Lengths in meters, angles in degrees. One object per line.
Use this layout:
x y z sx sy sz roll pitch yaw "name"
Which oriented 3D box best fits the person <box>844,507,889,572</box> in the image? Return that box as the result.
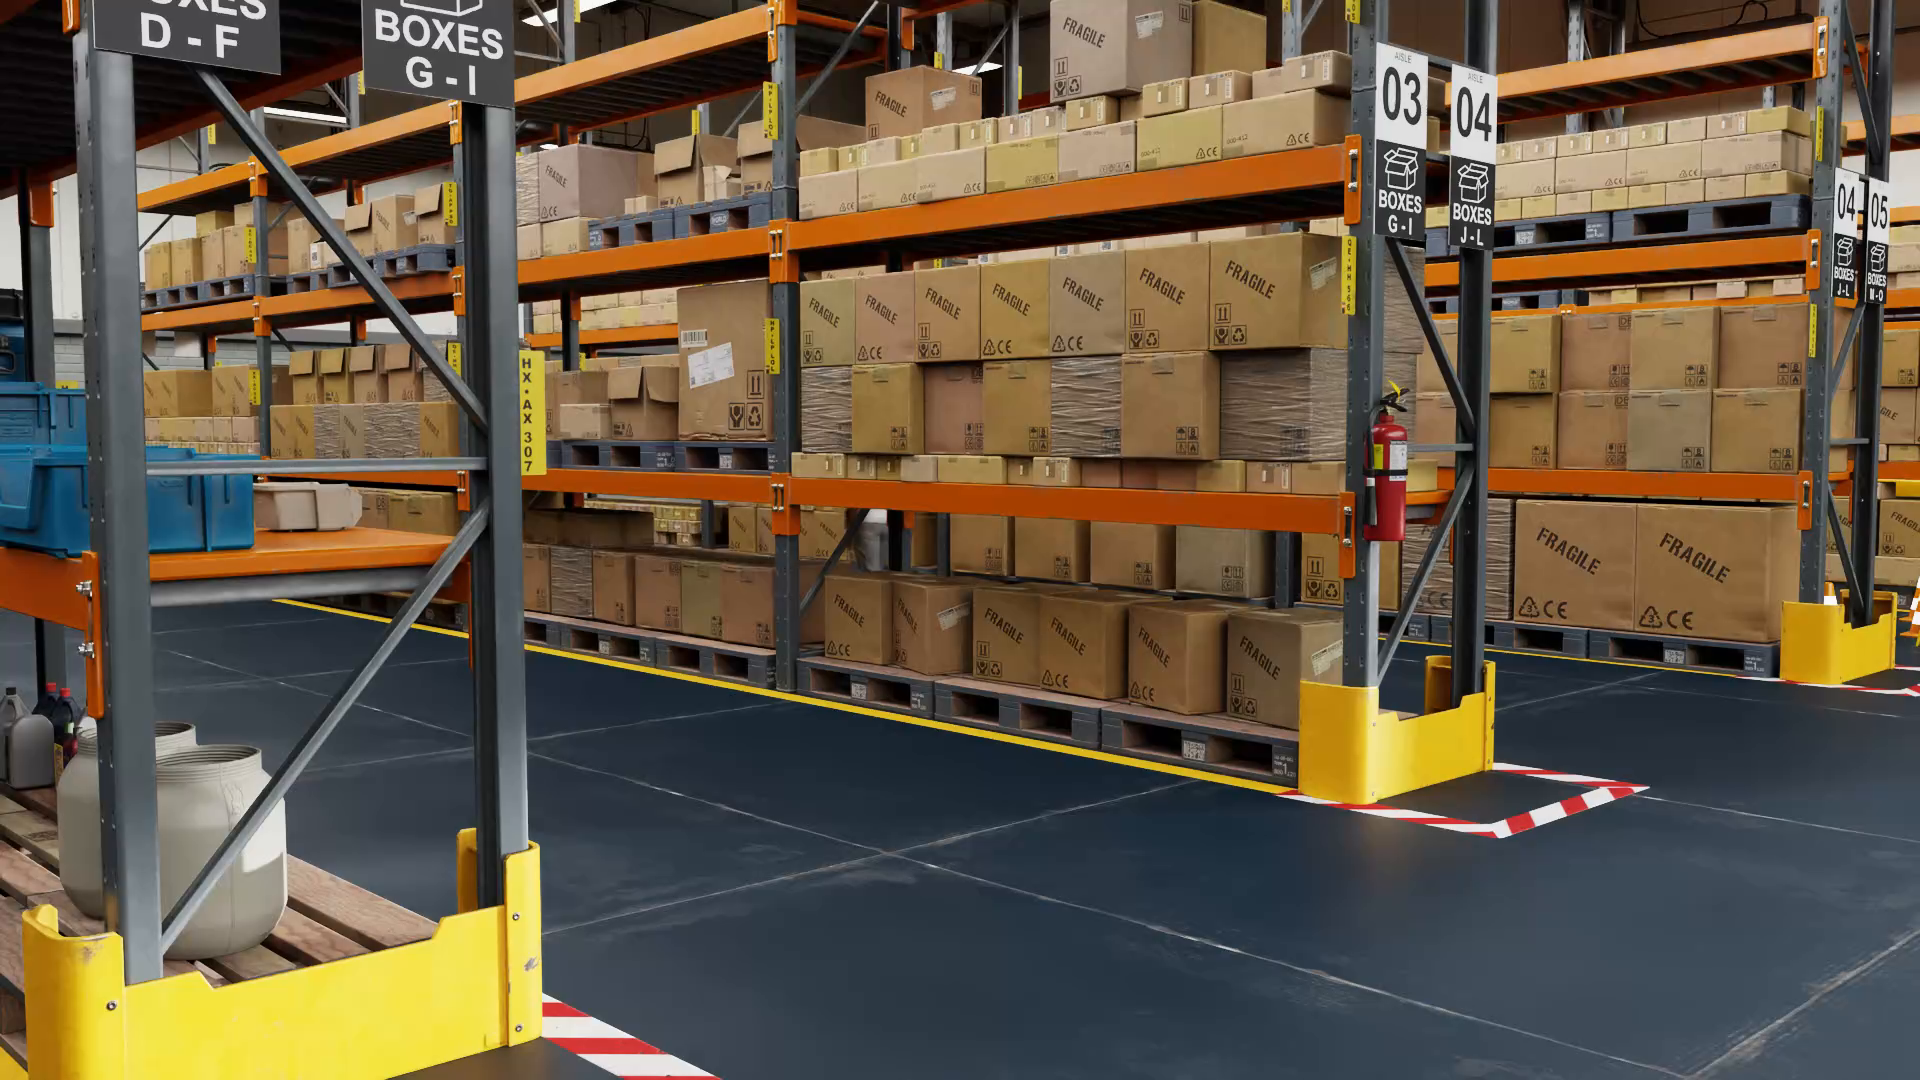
-0.737 -0.139 12.499 0.593 1.752 0.748 -4 5 -43 "person"
